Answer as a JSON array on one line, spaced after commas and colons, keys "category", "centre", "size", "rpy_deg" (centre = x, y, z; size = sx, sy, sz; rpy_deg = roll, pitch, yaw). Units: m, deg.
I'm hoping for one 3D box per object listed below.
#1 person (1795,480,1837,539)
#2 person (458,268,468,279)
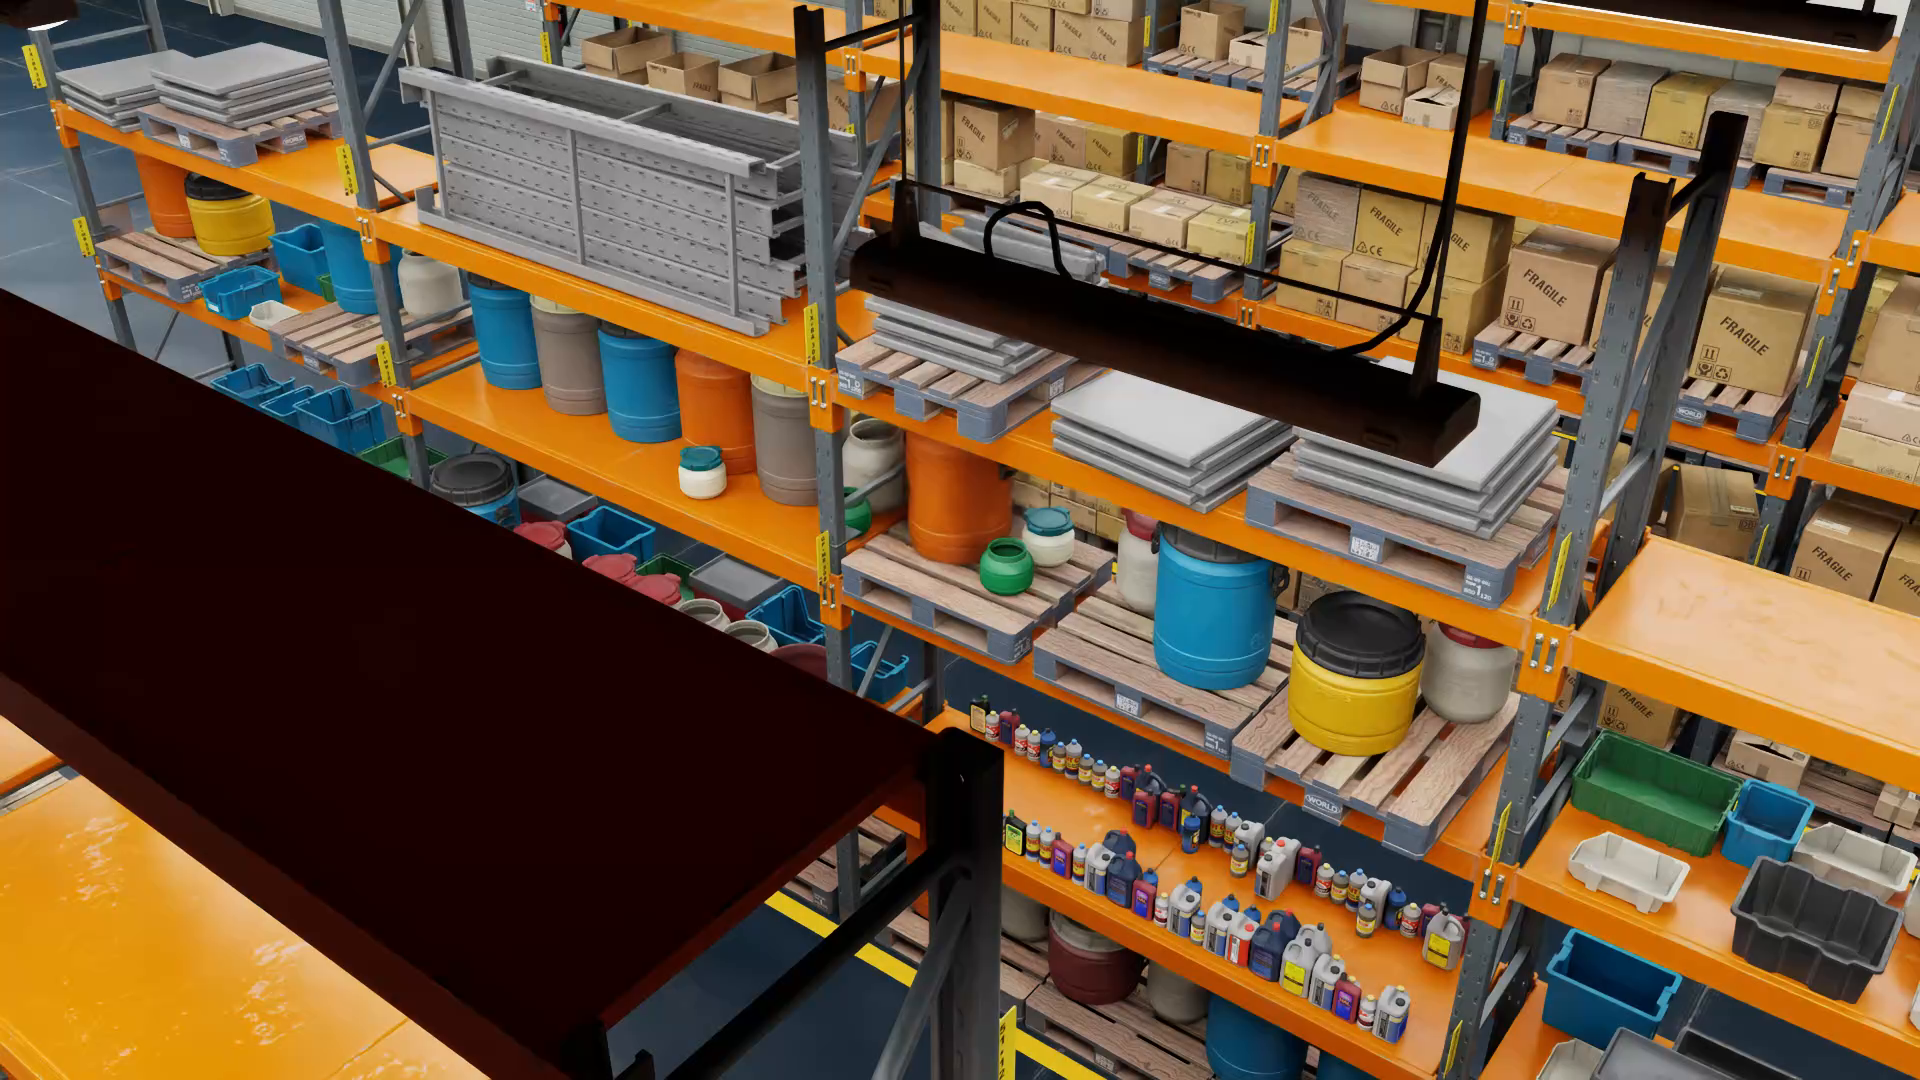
[{"category": "person", "centre": [7.662, -0.562, 14.613], "size": [0.986, 1.667, 0.655], "rpy_deg": [20, 37, 29]}, {"category": "person", "centre": [-5.824, -3.570, 19.438], "size": [0.893, 1.747, 0.577], "rpy_deg": [-13, 34, -20]}]
